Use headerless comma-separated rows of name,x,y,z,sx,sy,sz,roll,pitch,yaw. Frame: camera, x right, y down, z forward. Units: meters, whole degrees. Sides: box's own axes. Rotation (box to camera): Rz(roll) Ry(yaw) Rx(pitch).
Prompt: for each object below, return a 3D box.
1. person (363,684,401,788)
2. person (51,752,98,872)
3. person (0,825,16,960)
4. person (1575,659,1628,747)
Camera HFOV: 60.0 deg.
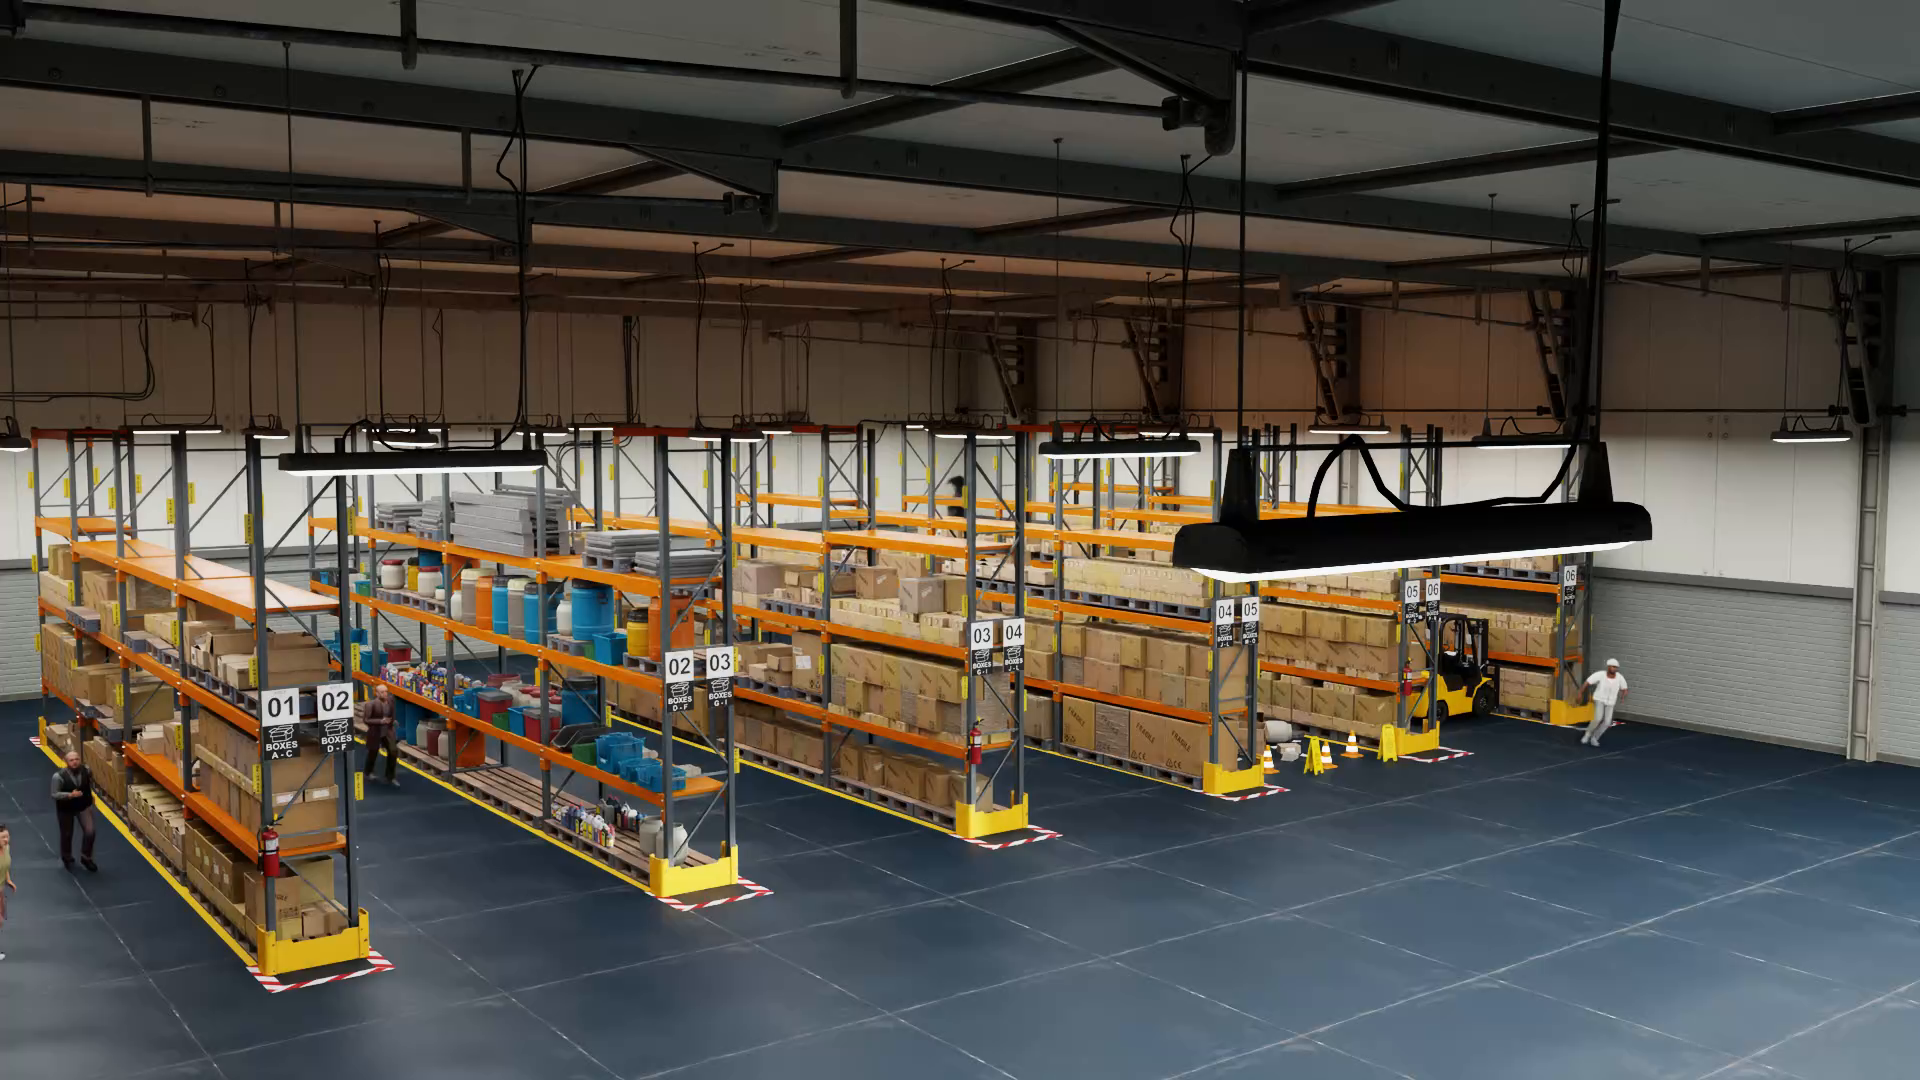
person,-9.743,3.274,27.957,0.700,1.755,1.059,-4,6,-41
person,-12.140,3.699,22.773,0.572,1.671,0.963,-4,6,-39
person,-11.200,4.042,19.091,0.739,1.606,0.574,0,4,4
person,12.124,3.068,31.234,0.889,1.681,0.632,-1,5,-7
